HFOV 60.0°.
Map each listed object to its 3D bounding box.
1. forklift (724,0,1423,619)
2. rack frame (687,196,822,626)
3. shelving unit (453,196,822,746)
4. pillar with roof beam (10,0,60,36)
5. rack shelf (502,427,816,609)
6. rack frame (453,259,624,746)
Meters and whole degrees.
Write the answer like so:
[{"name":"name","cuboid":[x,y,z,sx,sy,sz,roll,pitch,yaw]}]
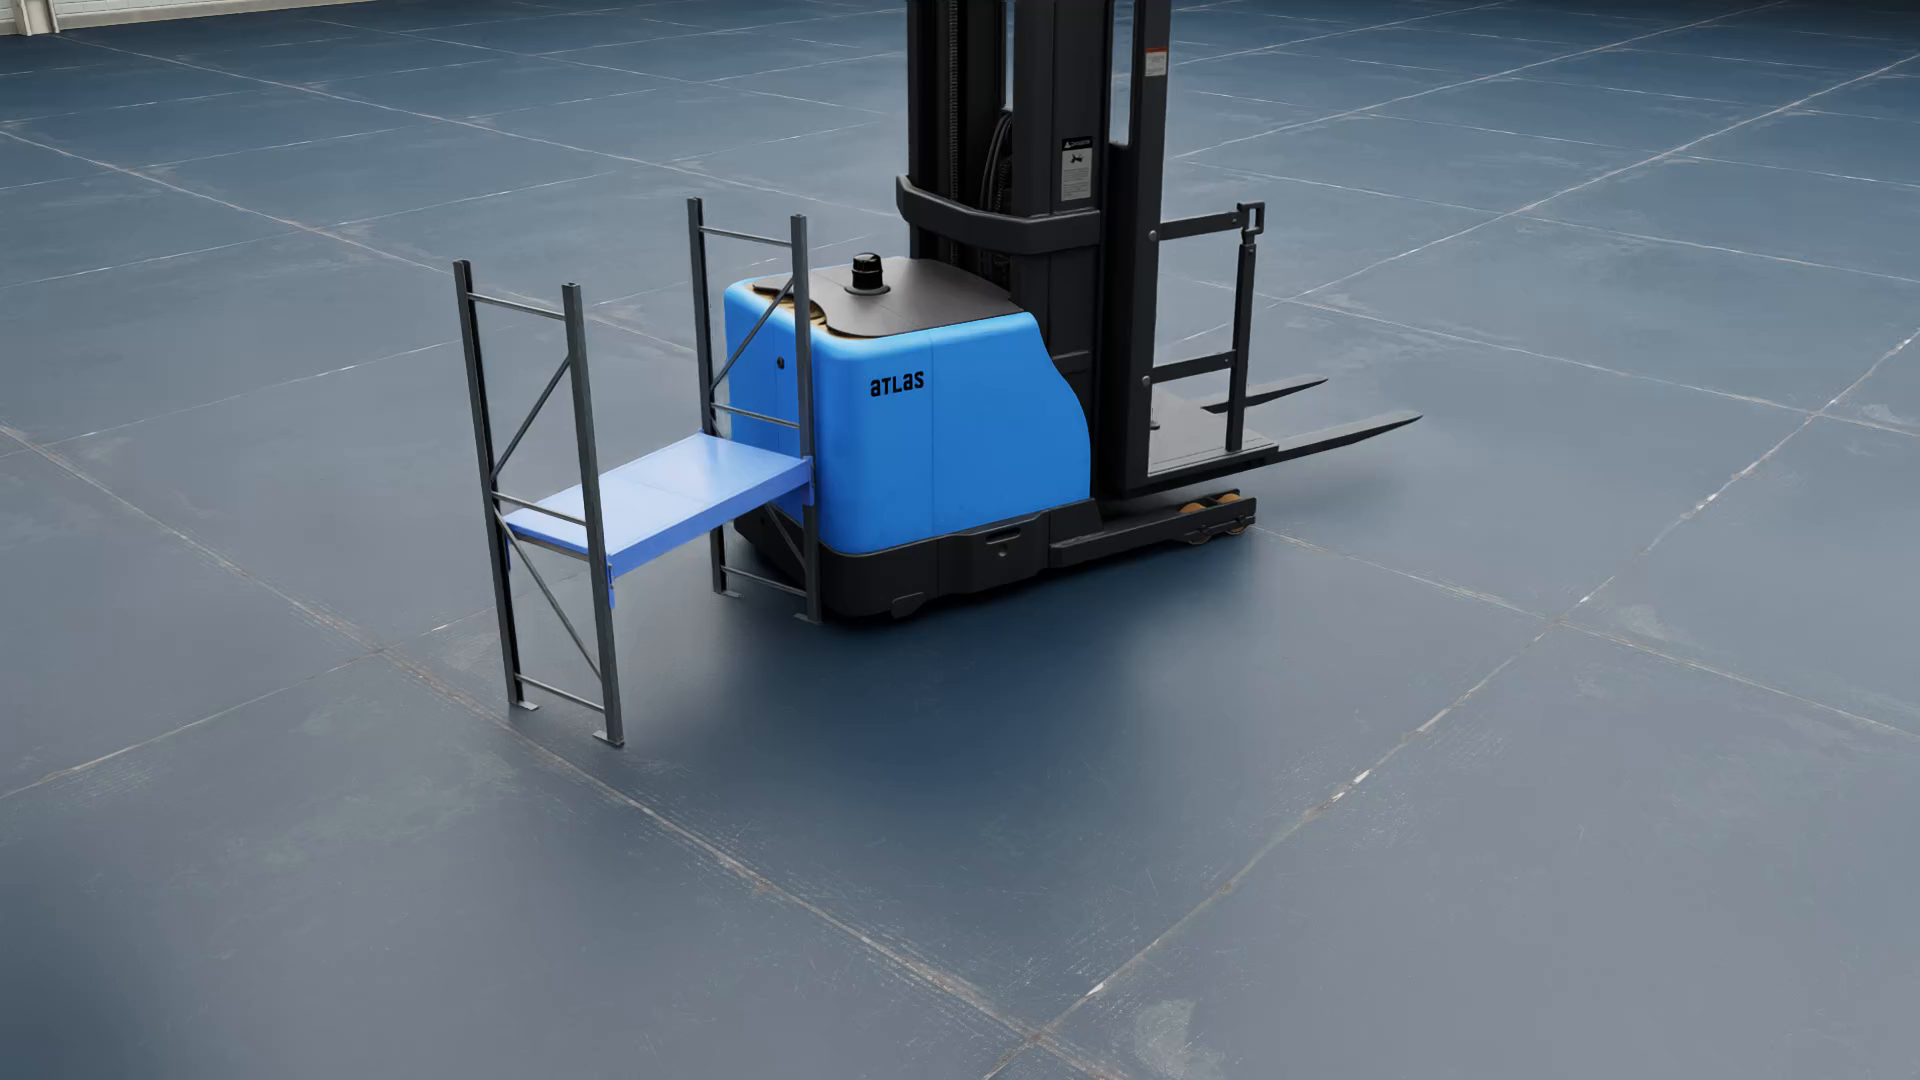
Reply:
[{"name":"forklift","cuboid":[0.614,-1.486,6.483,3.031,2.935,1.130,-14,28,-28]},{"name":"rack frame","cuboid":[-0.721,-0.435,5.887,0.500,1.500,0.032,15,28,31]},{"name":"shelving unit","cuboid":[-1.004,-0.263,5.503,0.538,1.500,1.048,15,28,31]},{"name":"pillar with roof beam","cuboid":[-8.484,-9.365,16.638,9.100,9.000,0.400,20,31,38]},{"name":"rack shelf","cuboid":[-1.004,-0.098,5.576,0.538,0.185,1.000,15,28,31]},{"name":"rack frame","cuboid":[-1.288,-0.090,5.118,0.500,1.500,0.032,15,28,31]}]
